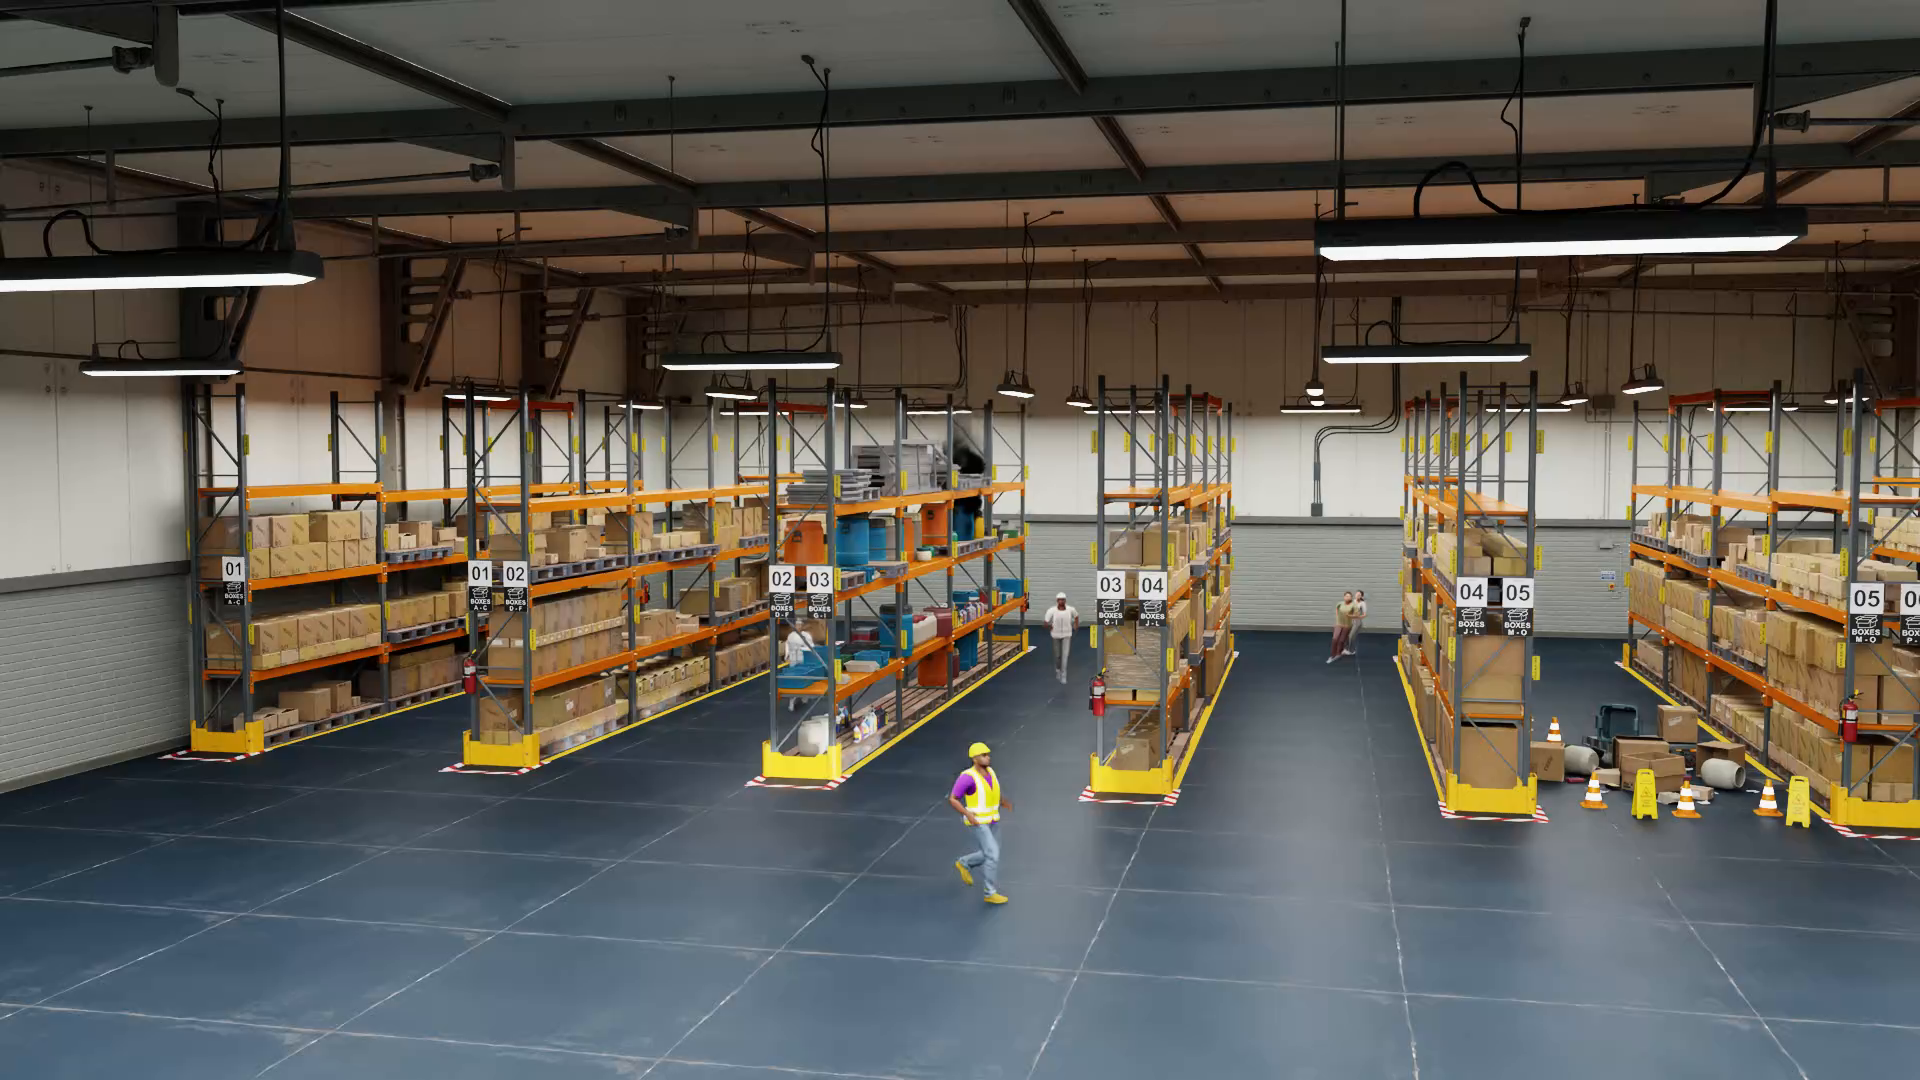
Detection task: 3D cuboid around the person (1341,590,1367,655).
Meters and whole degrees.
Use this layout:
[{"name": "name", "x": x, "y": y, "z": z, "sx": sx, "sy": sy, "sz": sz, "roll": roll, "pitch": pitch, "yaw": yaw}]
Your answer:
[{"name": "person", "x": 9.301, "y": 1.961, "z": 39.371, "sx": 0.763, "sy": 1.601, "sz": 0.621, "roll": 3, "pitch": 4, "yaw": 42}]

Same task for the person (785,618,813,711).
[{"name": "person", "x": -3.062, "y": 2.331, "z": 31.626, "sx": 0.596, "sy": 1.728, "sz": 0.850, "roll": 0, "pitch": 3, "yaw": 7}]

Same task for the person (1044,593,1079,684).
[{"name": "person", "x": 2.017, "y": 1.934, "z": 33.046, "sx": 0.700, "sy": 1.783, "sz": 0.887, "roll": 0, "pitch": 3, "yaw": 2}]

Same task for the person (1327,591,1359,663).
[{"name": "person", "x": 8.848, "y": 2.010, "z": 38.337, "sx": 0.698, "sy": 1.686, "sz": 0.741, "roll": 1, "pitch": 3, "yaw": 19}]

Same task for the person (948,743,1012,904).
[{"name": "person", "x": 0.217, "y": 3.093, "z": 18.283, "sx": 0.795, "sy": 1.730, "sz": 0.712, "roll": 3, "pitch": 4, "yaw": 39}]
